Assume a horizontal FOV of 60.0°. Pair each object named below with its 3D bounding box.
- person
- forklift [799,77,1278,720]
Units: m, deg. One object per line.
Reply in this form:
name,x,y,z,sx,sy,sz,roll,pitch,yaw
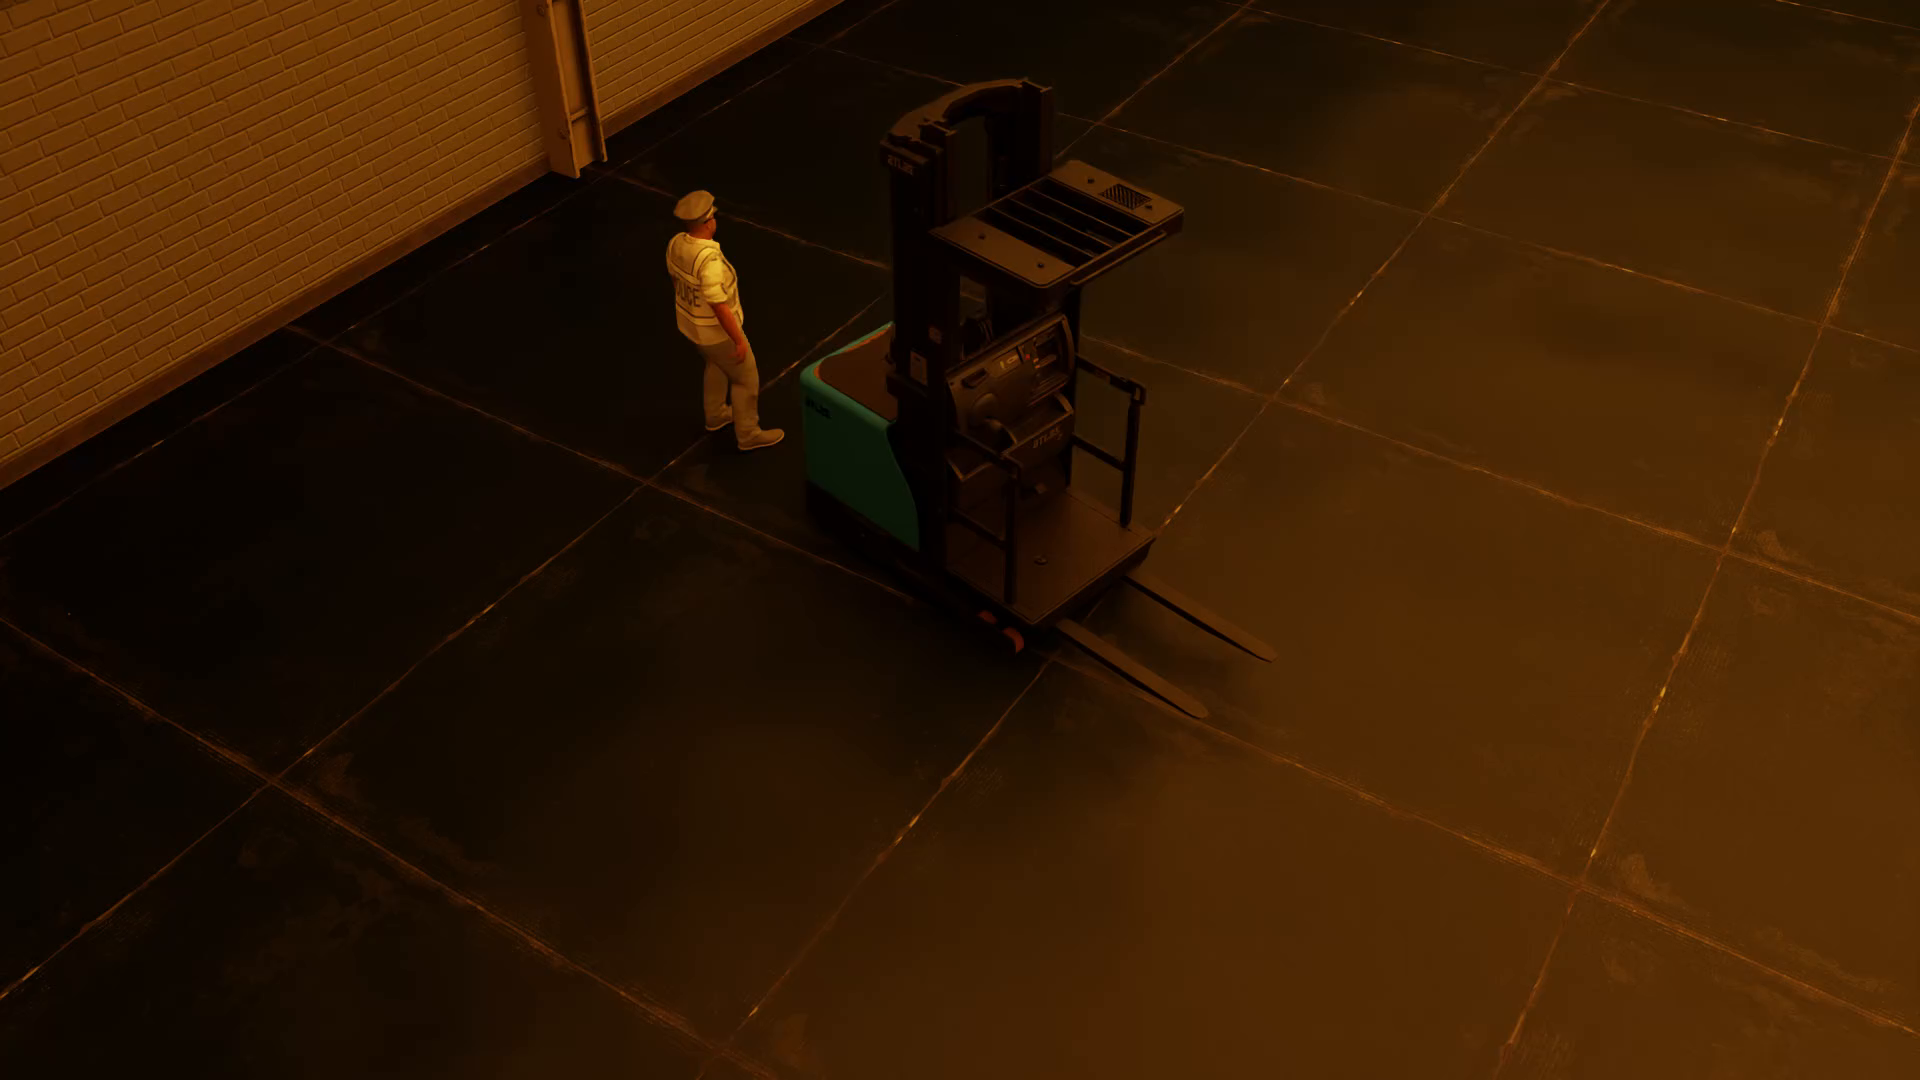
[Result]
person,-1.516,-1.384,10.497,0.496,1.771,0.664,-29,48,-30
forklift,0.437,-0.842,8.961,3.031,2.935,1.130,33,50,32
